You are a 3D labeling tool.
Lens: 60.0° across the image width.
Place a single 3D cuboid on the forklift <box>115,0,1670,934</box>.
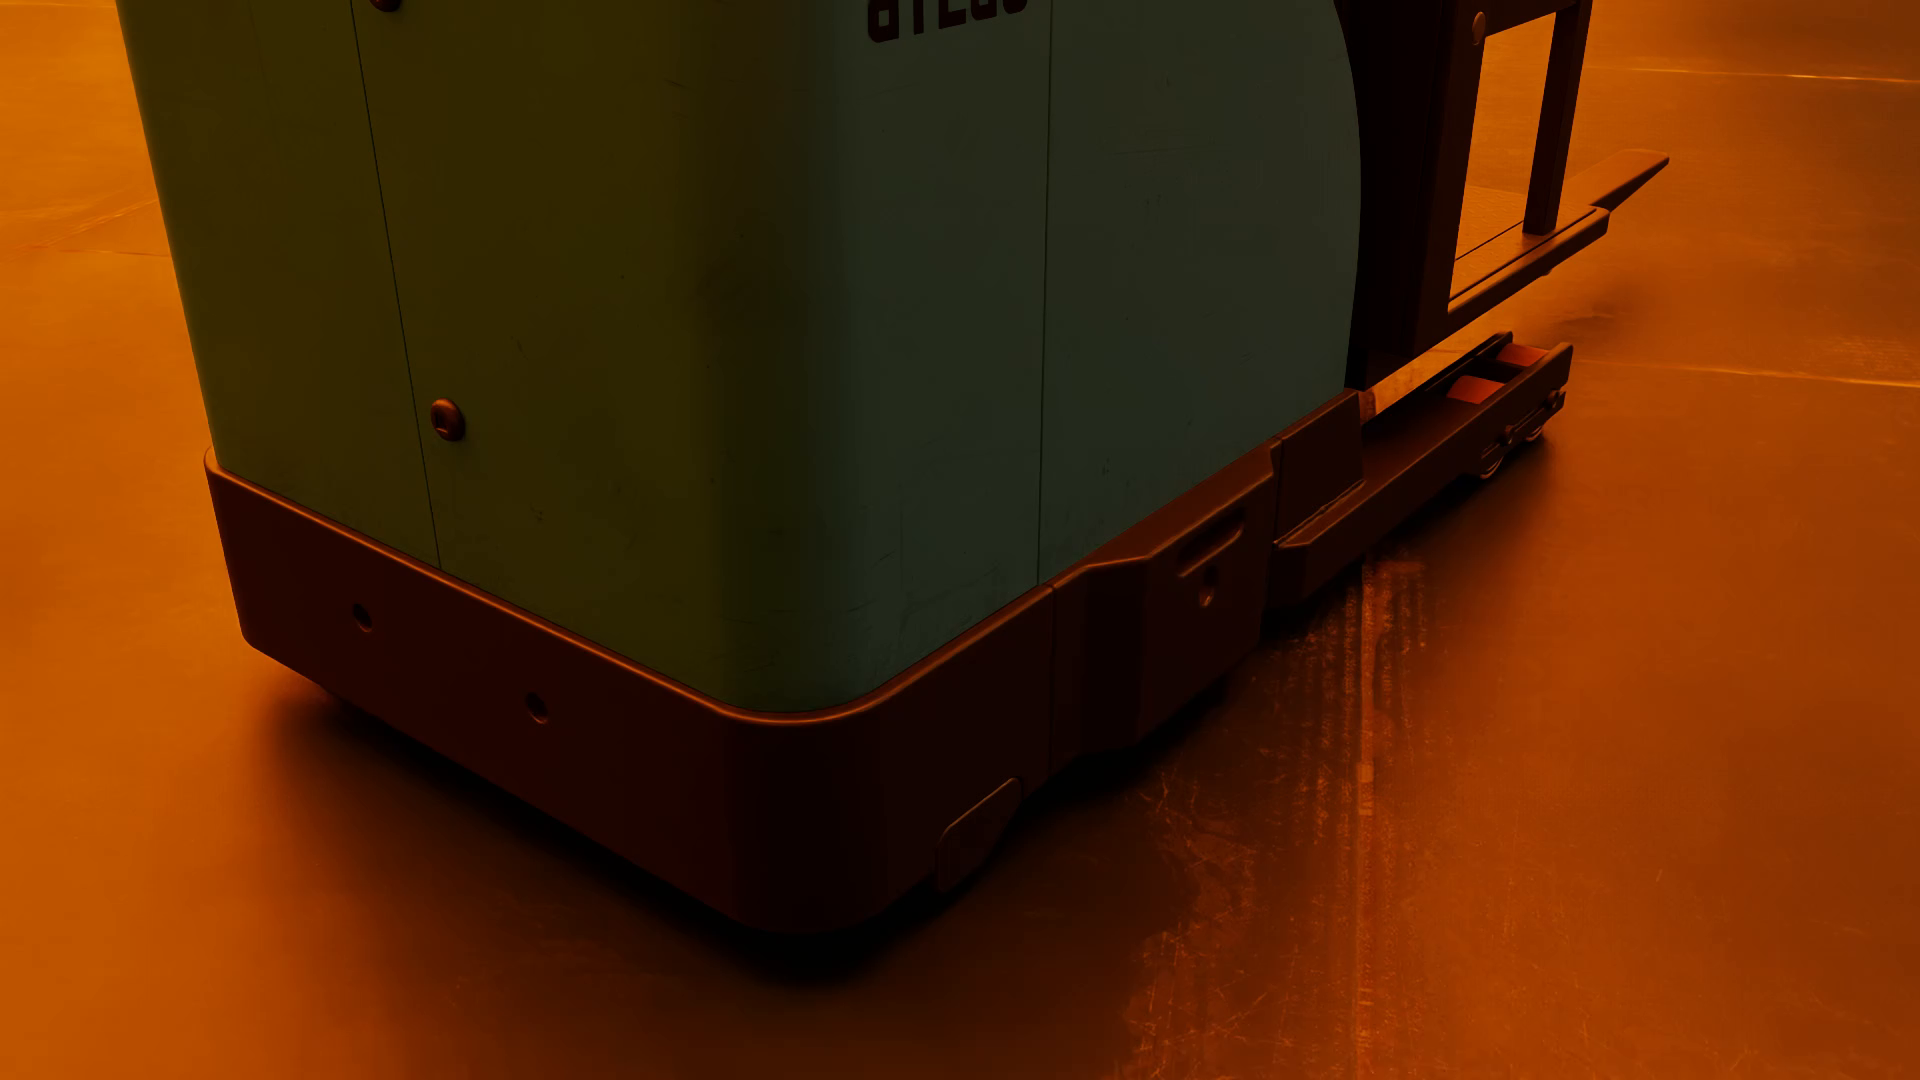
[{"bbox_3d":[0.385,-1.529,2.278,1.130,2.935,3.031,19,33,33],"label":"forklift"}]
